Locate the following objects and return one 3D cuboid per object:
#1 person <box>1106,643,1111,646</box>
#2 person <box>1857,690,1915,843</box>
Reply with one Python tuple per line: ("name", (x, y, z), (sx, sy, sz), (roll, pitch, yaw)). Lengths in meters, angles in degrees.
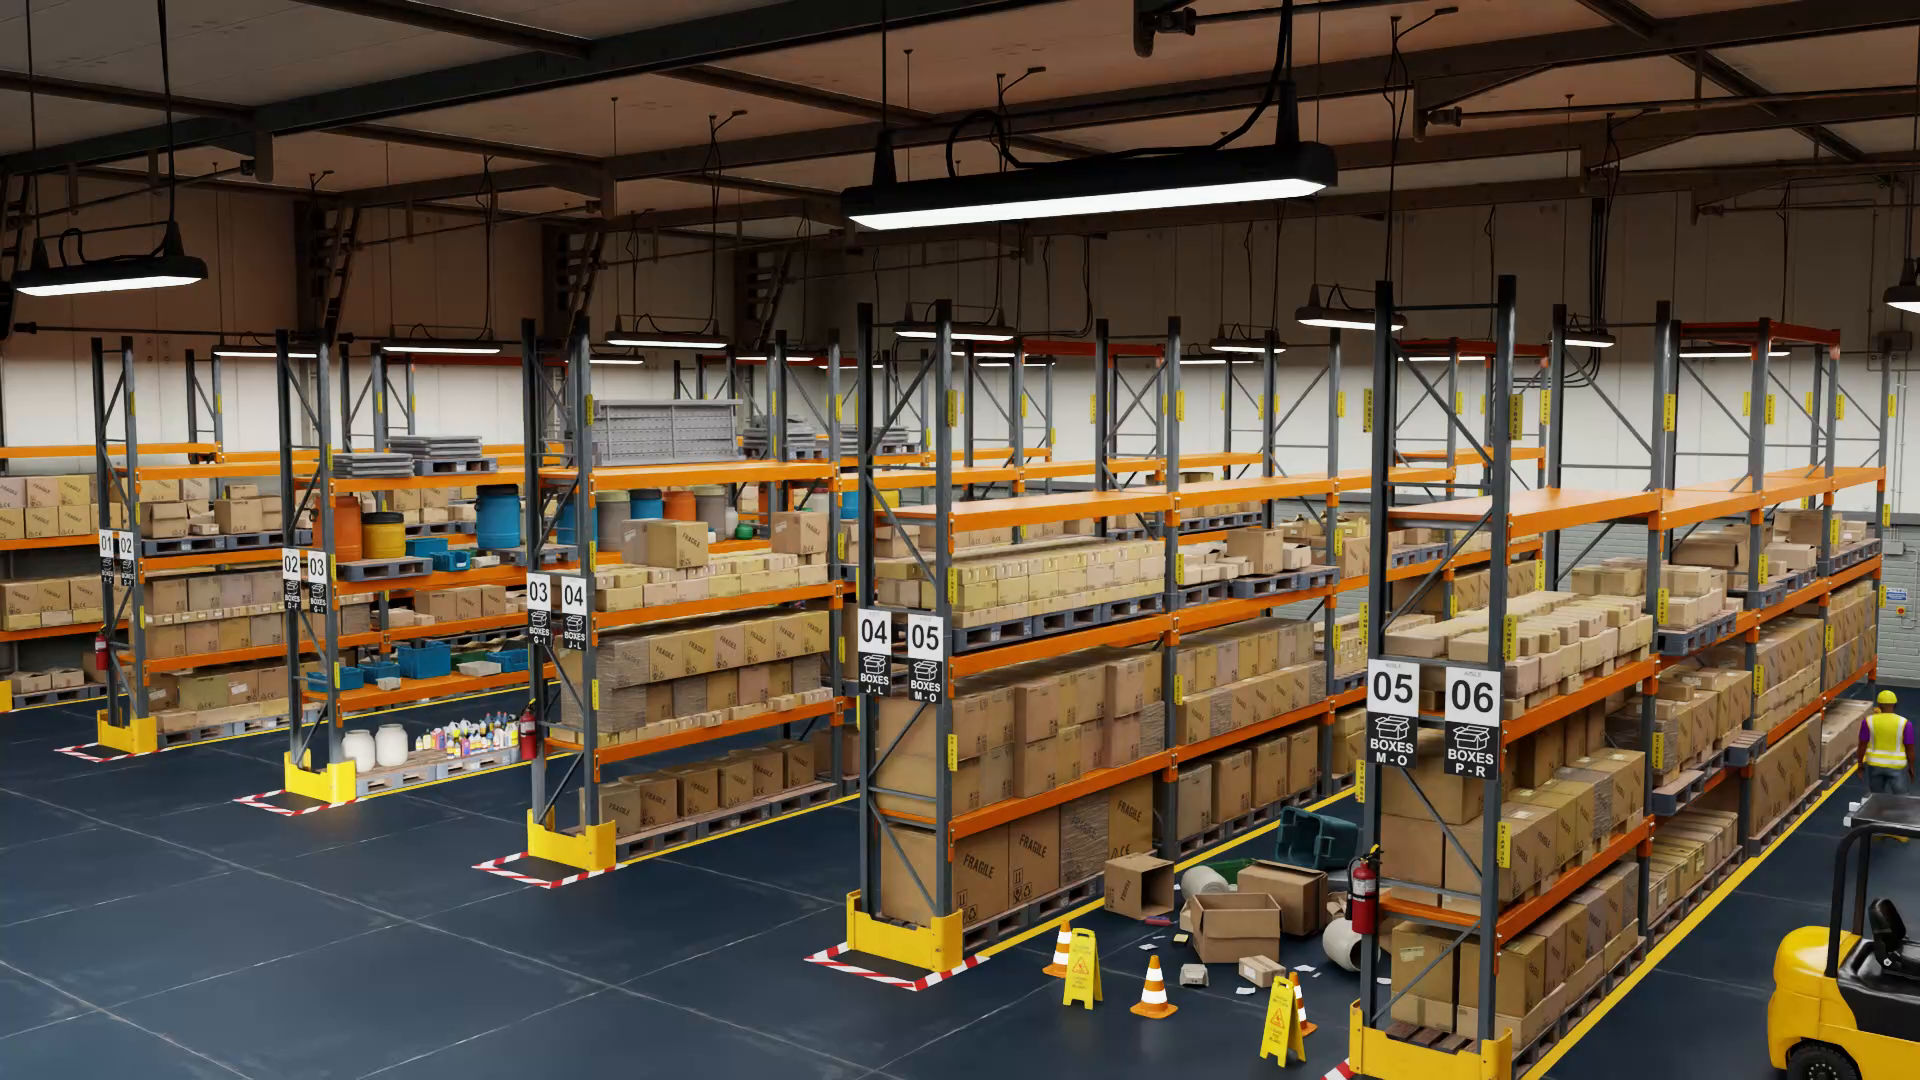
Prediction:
("person", (1.979, 2.081, 23.361), (0.585, 1.668, 0.579), (4, 6, 39))
("person", (10.707, 2.622, 19.230), (0.594, 1.761, 0.525), (4, 6, 36))
